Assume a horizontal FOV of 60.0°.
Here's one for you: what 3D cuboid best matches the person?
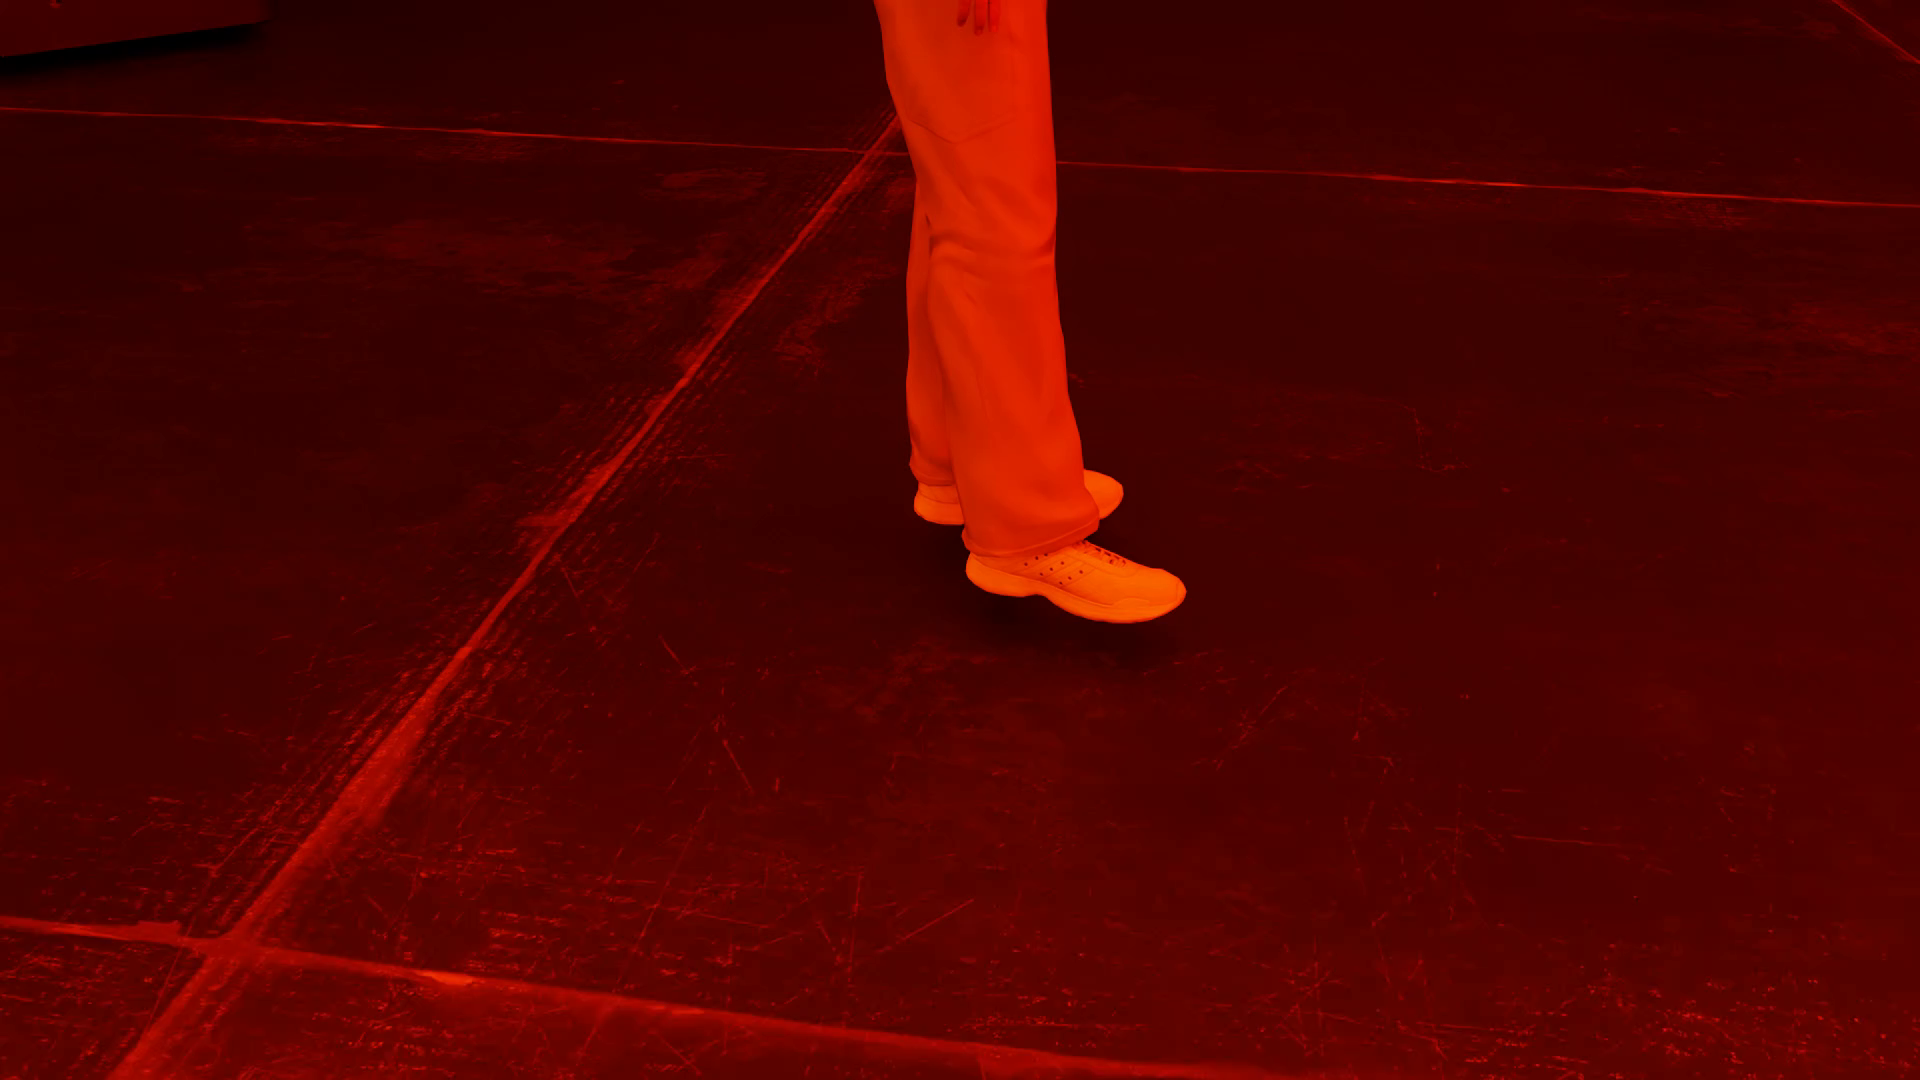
[{"bbox_3d":[0.070,-0.758,2.050,0.549,1.666,0.549,5,29,9],"label":"person"}]

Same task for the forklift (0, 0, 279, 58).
[{"bbox_3d":[-3.557,-3.316,5.458,1.130,2.935,3.031,-22,36,-34],"label":"forklift"}]
